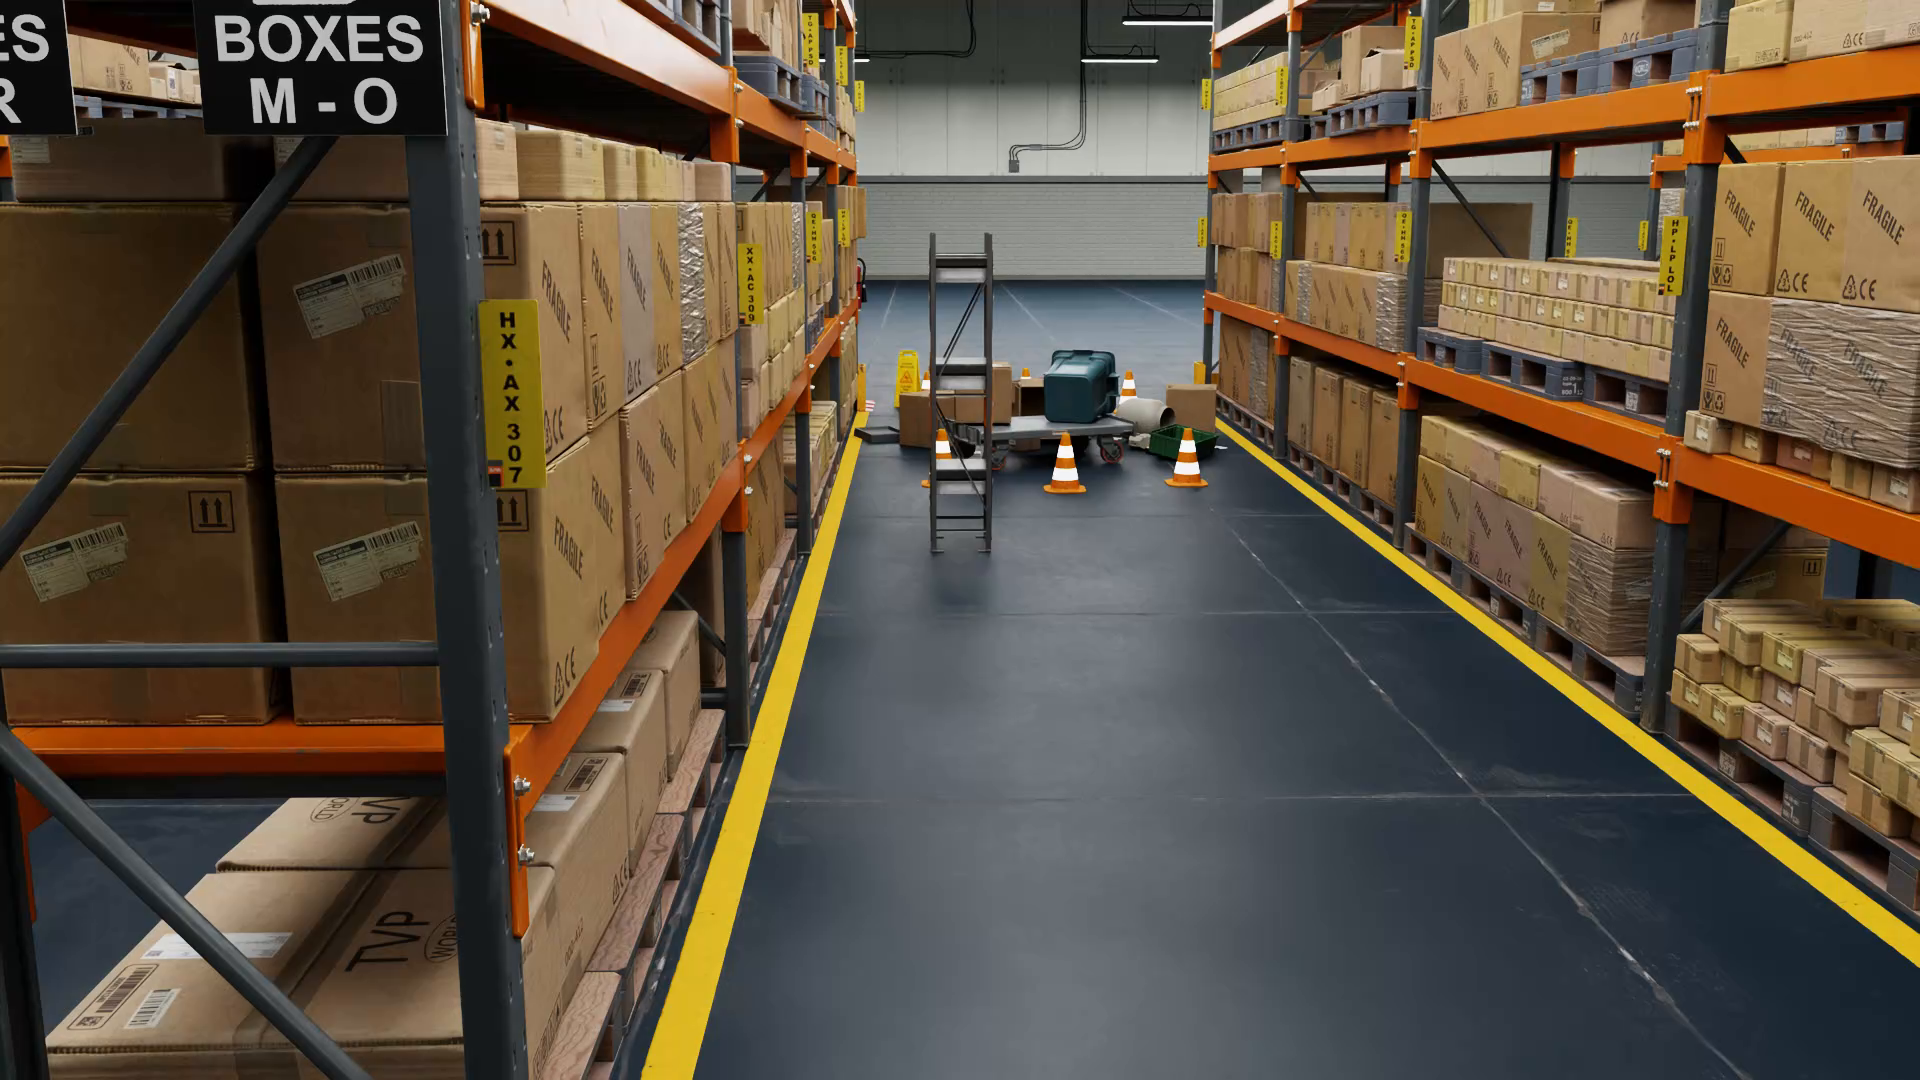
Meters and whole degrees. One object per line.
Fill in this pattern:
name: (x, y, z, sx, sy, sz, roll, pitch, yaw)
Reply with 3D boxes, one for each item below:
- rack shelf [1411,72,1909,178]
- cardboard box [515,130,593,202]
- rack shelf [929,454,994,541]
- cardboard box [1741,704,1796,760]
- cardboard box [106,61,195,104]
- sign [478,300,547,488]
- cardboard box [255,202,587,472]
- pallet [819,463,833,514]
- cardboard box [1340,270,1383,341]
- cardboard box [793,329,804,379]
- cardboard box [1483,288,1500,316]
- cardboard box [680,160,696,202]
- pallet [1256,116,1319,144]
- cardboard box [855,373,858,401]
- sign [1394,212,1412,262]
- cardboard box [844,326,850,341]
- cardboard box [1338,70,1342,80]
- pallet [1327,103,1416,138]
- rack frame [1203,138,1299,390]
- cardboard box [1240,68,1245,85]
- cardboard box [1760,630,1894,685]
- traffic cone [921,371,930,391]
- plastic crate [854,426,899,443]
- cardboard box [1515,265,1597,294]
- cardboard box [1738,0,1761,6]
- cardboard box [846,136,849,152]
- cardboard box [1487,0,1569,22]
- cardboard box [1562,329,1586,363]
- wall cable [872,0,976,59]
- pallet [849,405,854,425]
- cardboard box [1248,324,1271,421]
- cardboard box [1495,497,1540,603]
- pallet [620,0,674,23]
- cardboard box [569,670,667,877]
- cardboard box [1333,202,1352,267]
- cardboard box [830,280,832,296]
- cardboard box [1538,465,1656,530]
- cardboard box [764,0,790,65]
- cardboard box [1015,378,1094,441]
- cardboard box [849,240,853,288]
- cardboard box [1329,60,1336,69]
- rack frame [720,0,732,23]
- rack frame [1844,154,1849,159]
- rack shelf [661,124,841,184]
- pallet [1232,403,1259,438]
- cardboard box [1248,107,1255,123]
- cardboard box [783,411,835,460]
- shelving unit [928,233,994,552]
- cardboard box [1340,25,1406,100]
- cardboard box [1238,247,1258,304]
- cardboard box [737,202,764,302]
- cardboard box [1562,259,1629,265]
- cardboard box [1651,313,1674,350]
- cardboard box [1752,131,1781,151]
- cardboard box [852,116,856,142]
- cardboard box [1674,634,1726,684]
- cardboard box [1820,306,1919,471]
rack shelf: (3.495, -2.138, 8.817, 1.077, 0.370, 4.000, 0, 11, -1)
cardboard box: (-1.026, -0.820, 3.657, 0.380, 0.149, 0.250, 0, 11, 1)
rack shelf: (0.003, -0.297, 11.330, 0.431, 0.518, 0.480, 0, 11, -1)
cardboard box: (3.285, 0.744, 6.459, 0.380, 0.149, 0.250, 0, 11, -1)
cardboard box: (-6.264, -3.537, 12.822, 0.500, 0.311, 0.500, -1, 11, -3)
sign: (-0.773, -0.251, 2.877, 0.100, 0.325, 0.005, 0, 11, -1)
cardboard box: (-1.053, -0.423, 3.332, 0.500, 0.500, 0.500, 0, 11, -2)
pallet: (-1.531, -0.408, 13.039, 1.003, 0.211, 1.213, 0, 11, -1)
cardboard box: (3.156, -1.754, 12.408, 0.500, 0.500, 0.500, 0, 11, -2)
cardboard box: (-1.197, -1.103, 9.828, 0.500, 0.250, 0.500, 0, 11, 0)
cardboard box: (3.285, -1.392, 9.705, 0.380, 0.149, 0.250, 0, 11, -1)
cardboard box: (-1.189, -1.326, 6.155, 0.380, 0.149, 0.250, 0, 11, 0)
pallet: (3.364, -3.802, 15.435, 1.003, 0.211, 1.213, 0, 11, -1)
cardboard box: (-1.373, -1.662, 18.064, 0.500, 0.250, 0.500, 0, 11, -1)
sign: (2.898, -1.982, 10.874, 0.100, 0.325, 0.005, 0, 11, -1)
cardboard box: (-1.282, -2.015, 16.290, 0.380, 0.149, 0.250, 0, 11, 2)
cardboard box: (3.640, -4.108, 15.043, 0.500, 0.250, 0.500, 0, 11, -1)
pallet: (3.361, -3.145, 12.449, 1.003, 0.211, 1.213, 0, 11, 1)
rack frame: (3.288, -3.008, 18.842, 1.000, 3.000, 0.127, 0, 11, -1)
cardboard box: (3.007, -4.629, 16.608, 0.380, 0.149, 0.250, 0, 11, 0)
cardboard box: (3.337, 0.452, 6.407, 0.380, 0.149, 0.250, 0, 11, -2)
traffic cone: (-0.360, -1.644, 18.500, 0.336, 0.463, 0.334, 0, 11, -1)
plastic crate: (-0.789, -1.057, 16.569, 0.402, 0.080, 0.583, -4, 12, -21)
cardboard box: (3.298, -1.438, 9.183, 0.380, 0.149, 0.250, 0, 11, 1)
cardboard box: (3.306, -2.168, 6.275, 0.500, 0.250, 0.500, 0, 11, 1)
cardboard box: (-1.296, -3.940, 16.521, 0.380, 0.149, 0.250, 0, 11, -2)
cardboard box: (3.241, -3.077, 9.463, 0.396, 0.266, 0.258, 0, 11, -1)
cardboard box: (3.304, -0.990, 8.469, 0.380, 0.149, 0.250, -1, 11, -4)
wall cable: (-1.068, -15.505, 49.021, 3.097, 2.526, 0.112, 0, 11, -1)
pallet: (-1.676, -1.424, 18.049, 1.003, 0.211, 1.213, 0, 11, -1)
cardboard box: (3.405, -1.682, 16.593, 0.875, 0.875, 0.875, 0, 11, -1)
cardboard box: (3.252, 0.047, 9.016, 0.500, 0.500, 0.500, 0, 11, -2)
pallet: (-1.382, -1.604, 4.601, 1.003, 0.211, 1.213, 0, 11, -1)
cardboard box: (-1.486, 0.771, 5.603, 0.875, 0.438, 0.875, -1, 11, -3)
cardboard box: (3.409, -2.451, 13.328, 0.700, 0.500, 0.500, 0, 11, -1)
cardboard box: (-1.290, -2.154, 14.208, 0.380, 0.149, 0.250, 0, 11, 0)
cardboard box: (3.270, -0.220, 8.445, 0.500, 0.250, 0.500, 0, 11, 2)
cardboard box: (-1.167, -2.753, 8.733, 0.500, 0.500, 0.500, 0, 11, -1)
cardboard box: (0.936, -1.286, 16.291, 0.797, 0.637, 0.503, 0, 11, -1)
cardboard box: (-1.360, -2.857, 17.096, 0.500, 0.500, 0.500, 0, 11, -1)
cardboard box: (3.686, -4.431, 15.629, 0.380, 0.149, 0.250, 0, 11, -2)
rack frame: (-1.411, -3.522, 6.288, 1.000, 3.000, 0.127, 0, 11, -1)
rack frame: (8.332, -2.213, 14.924, 1.000, 3.000, 0.127, 0, 11, -1)
rack shelf: (-1.535, -2.892, 12.537, 1.077, 0.370, 4.000, 0, 11, -1)
pallet: (3.405, -1.241, 17.145, 1.003, 0.211, 1.213, 0, 11, -1)
cardboard box: (3.015, -4.139, 16.196, 0.380, 0.149, 0.250, 0, 11, -2)
cardboard box: (-1.545, -0.843, 13.725, 0.950, 0.372, 0.625, 0, 11, 2)
shelving unit: (0.003, -0.996, 11.188, 0.431, 2.100, 0.503, 0, 11, -1)
cardboard box: (3.137, -3.536, 12.341, 0.500, 0.500, 0.500, 0, 11, -1)
cardboard box: (3.312, -2.682, 16.856, 0.875, 0.550, 0.500, 0, 11, -1)
cardboard box: (-1.133, -1.210, 7.212, 0.500, 0.500, 0.500, 0, 11, 0)
cardboard box: (3.925, -1.647, 10.210, 0.380, 0.149, 0.250, 0, 11, -2)
cardboard box: (3.330, -0.929, 7.424, 0.380, 0.149, 0.250, 0, 11, 1)
cardboard box: (8.045, -3.904, 16.093, 0.500, 0.250, 0.500, 0, 11, -2)
cardboard box: (-1.379, -4.409, 17.834, 0.500, 0.250, 0.500, 0, 11, -2)
cardboard box: (3.224, 0.496, 6.934, 0.380, 0.149, 0.250, 0, 11, 1)
cardboard box: (3.286, -0.519, 5.575, 0.500, 0.500, 0.500, 0, 11, -2)
